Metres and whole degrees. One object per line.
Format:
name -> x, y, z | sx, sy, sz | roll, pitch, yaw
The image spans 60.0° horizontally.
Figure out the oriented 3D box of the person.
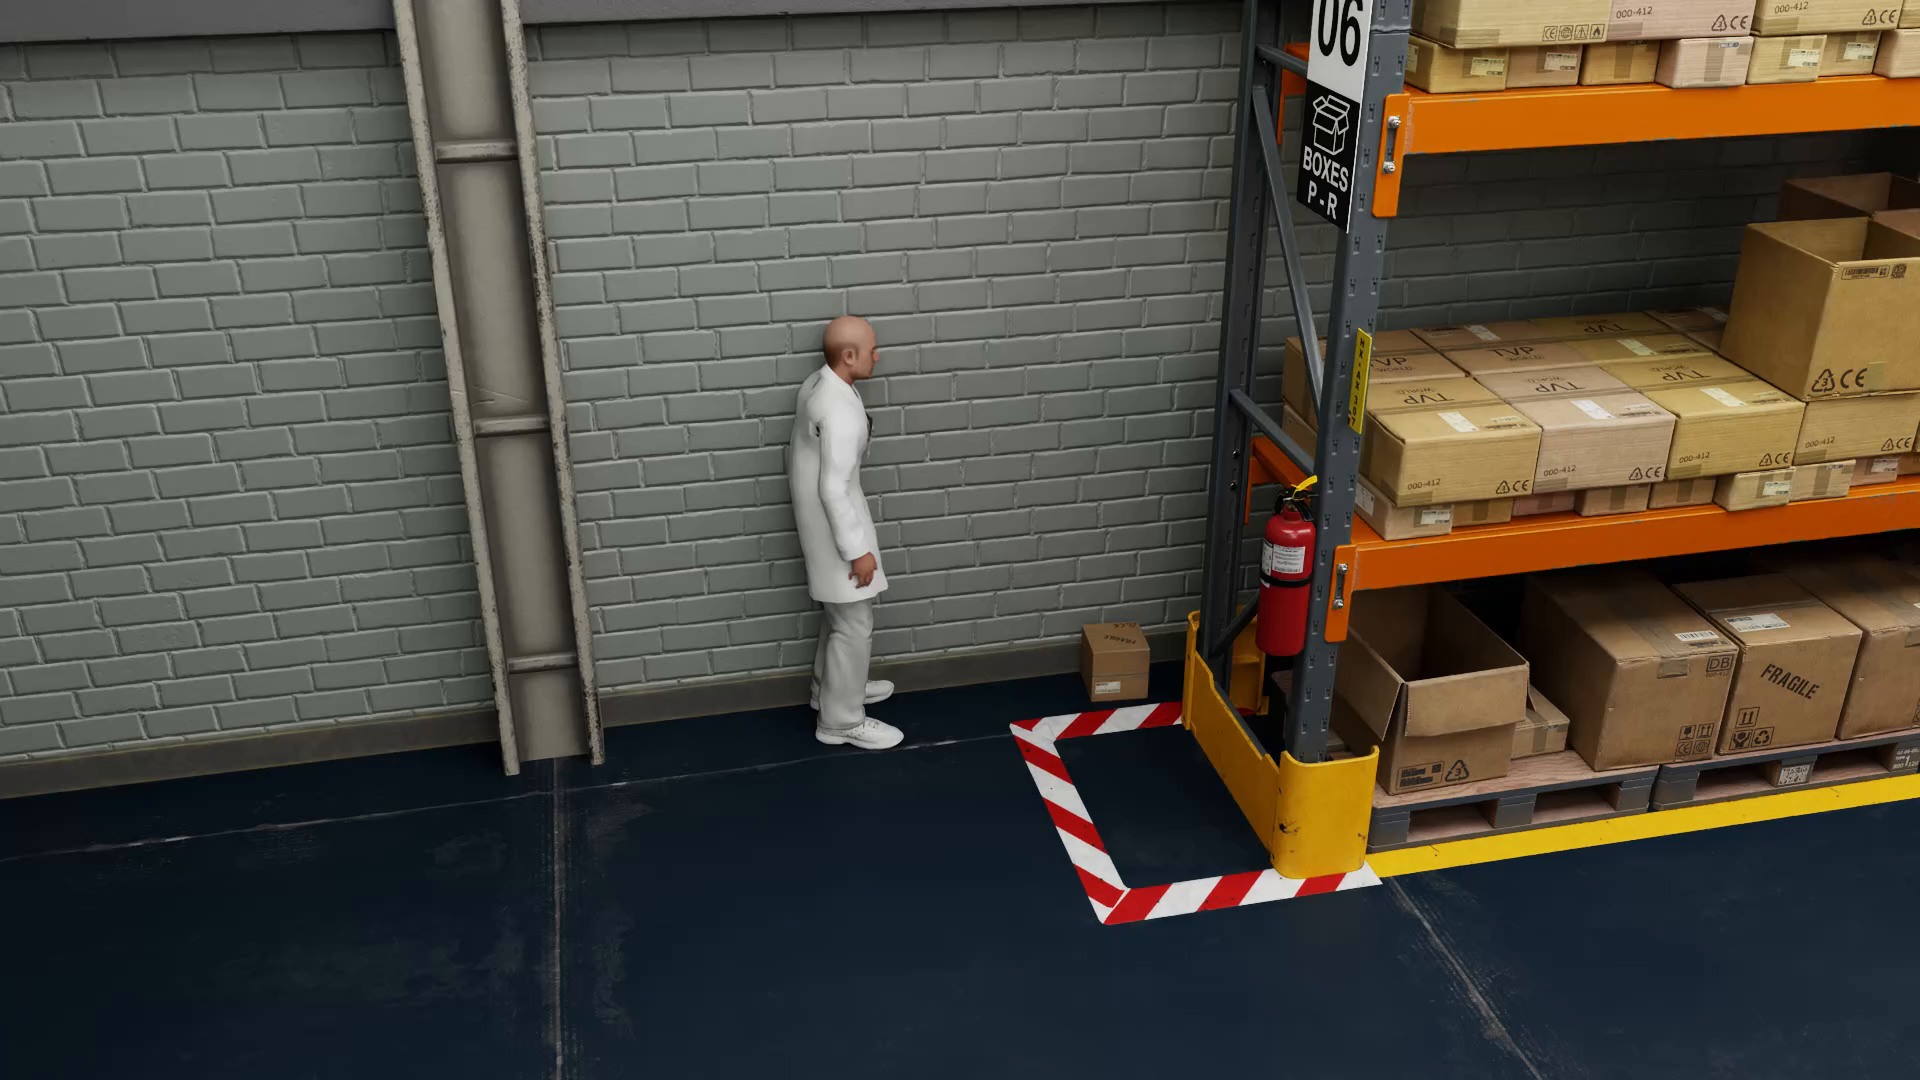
person -> -0.473, -0.046, 6.724 | 0.416, 1.774, 0.656 | -4, 27, -8
